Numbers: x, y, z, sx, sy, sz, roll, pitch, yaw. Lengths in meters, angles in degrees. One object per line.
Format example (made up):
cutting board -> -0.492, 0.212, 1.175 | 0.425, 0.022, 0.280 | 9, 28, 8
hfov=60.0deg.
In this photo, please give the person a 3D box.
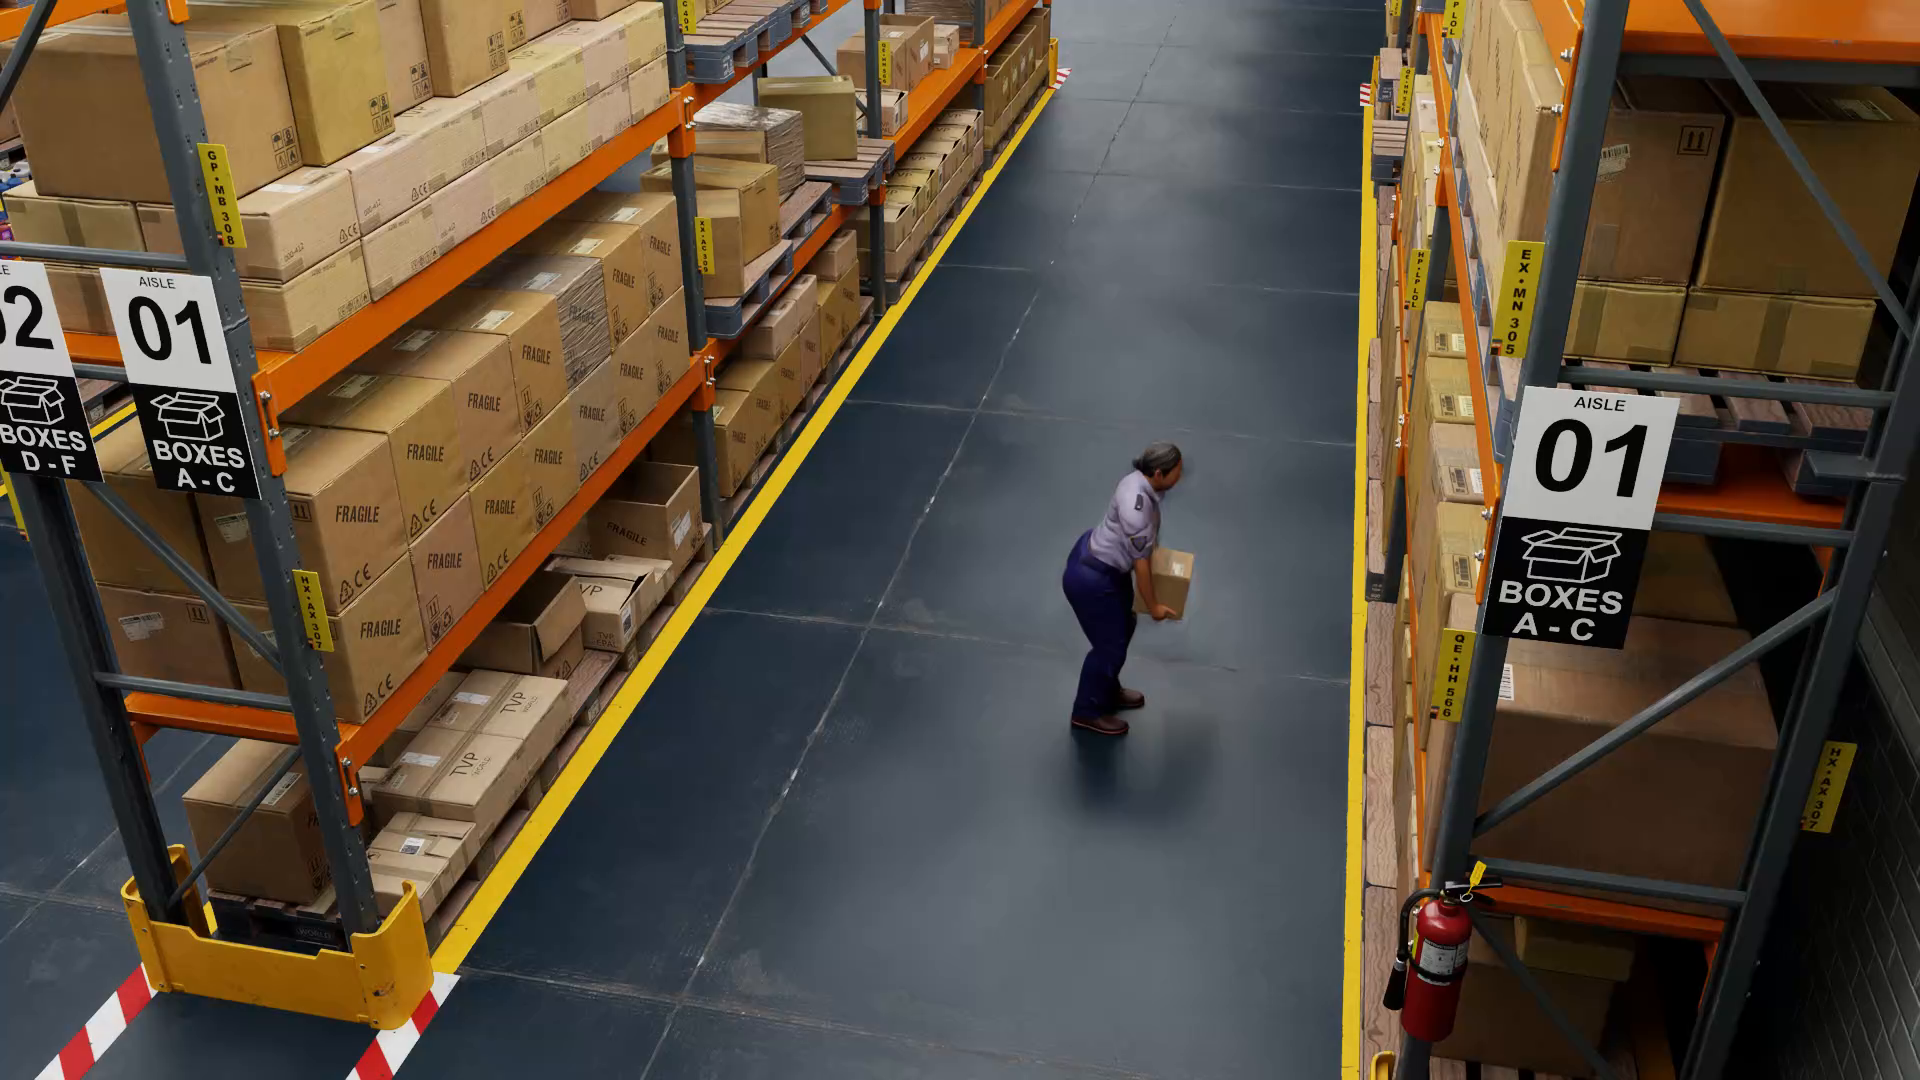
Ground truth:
person -> 0.809, 0.224, 8.315 | 0.576, 1.568, 0.438 | 5, 29, 10
